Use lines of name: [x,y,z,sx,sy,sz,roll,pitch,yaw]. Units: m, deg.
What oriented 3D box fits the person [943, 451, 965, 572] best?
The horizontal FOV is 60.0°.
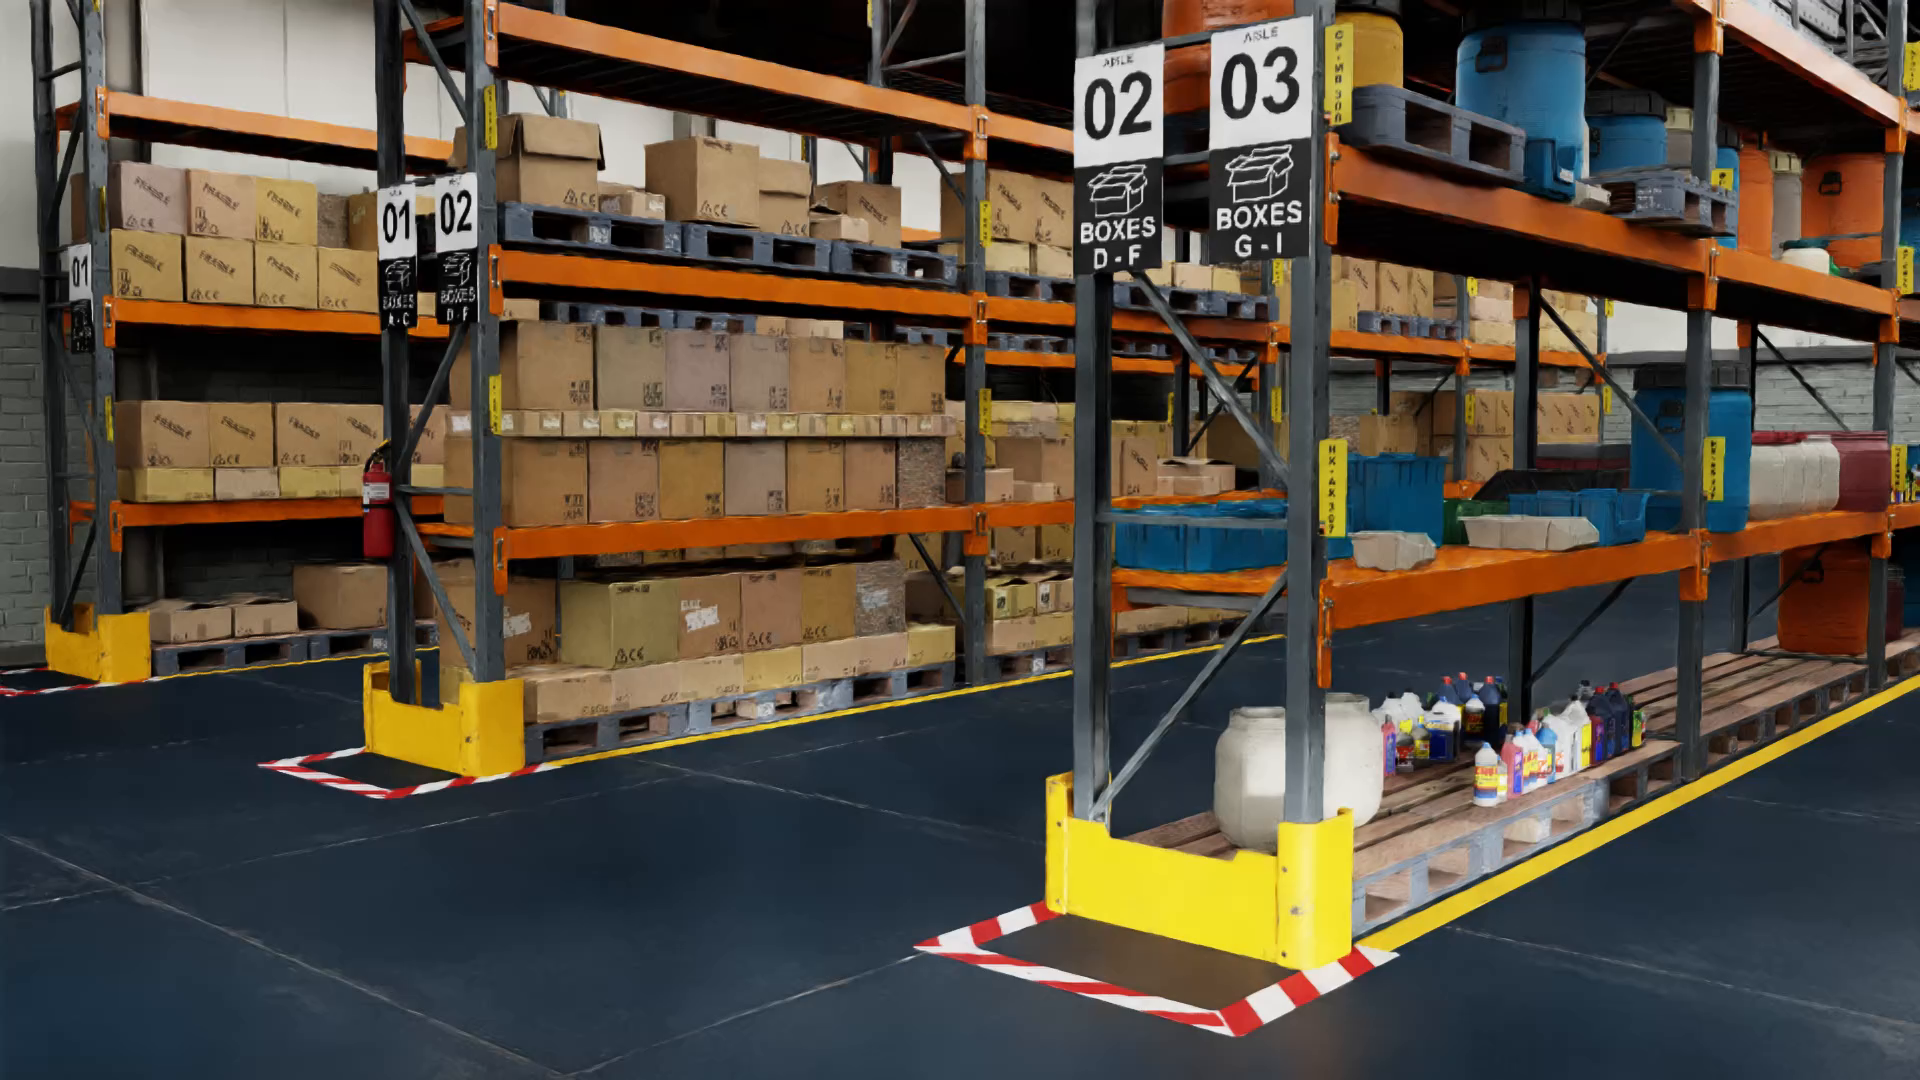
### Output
person: [-0.041,-0.048,16.415,0.551,1.659,0.595,4,5,44]
